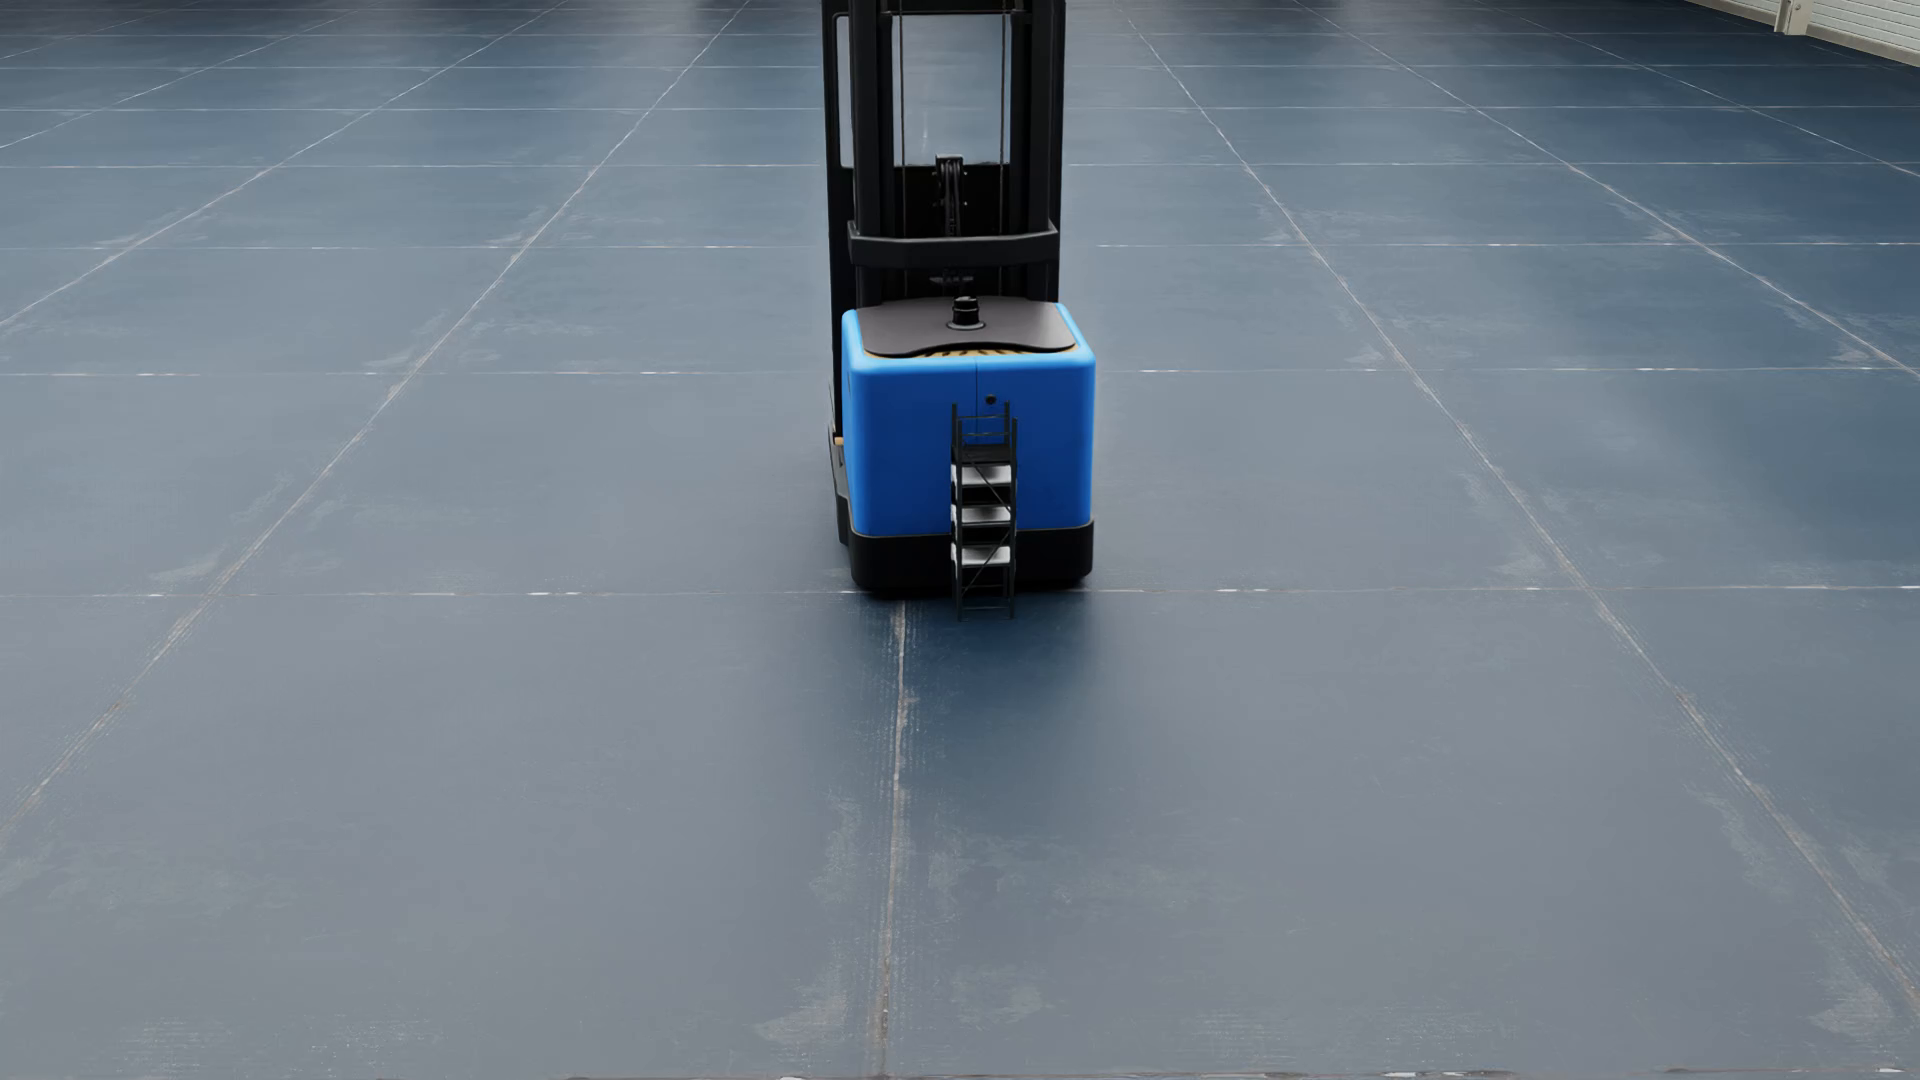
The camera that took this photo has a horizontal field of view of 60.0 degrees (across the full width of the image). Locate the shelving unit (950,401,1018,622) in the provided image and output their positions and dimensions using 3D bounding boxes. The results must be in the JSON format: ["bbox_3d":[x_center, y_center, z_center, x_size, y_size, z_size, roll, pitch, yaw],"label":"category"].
[{"bbox_3d":[0.096,-0.112,6.906,0.258,0.900,0.210,-3,24,-6],"label":"shelving unit"}]

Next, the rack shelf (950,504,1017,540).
[{"bbox_3d":[0.096,-0.082,6.920,0.258,0.077,0.200,-3,24,-6],"label":"rack shelf"}]

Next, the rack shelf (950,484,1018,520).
[{"bbox_3d":[0.096,-0.164,6.883,0.258,0.077,0.200,-3,24,-6],"label":"rack shelf"}]

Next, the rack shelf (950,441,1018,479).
[{"bbox_3d":[0.096,-0.328,6.809,0.258,0.077,0.200,-3,24,-6],"label":"rack shelf"}]

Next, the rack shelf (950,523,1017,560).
[{"bbox_3d":[0.096,0.000,6.957,0.258,0.077,0.200,-3,24,-6],"label":"rack shelf"}]

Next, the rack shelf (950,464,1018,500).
[{"bbox_3d":[0.096,-0.246,6.846,0.258,0.077,0.200,-3,24,-6],"label":"rack shelf"}]

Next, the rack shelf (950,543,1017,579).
[{"bbox_3d":[0.096,0.082,6.994,0.258,0.077,0.200,-3,24,-6],"label":"rack shelf"}]

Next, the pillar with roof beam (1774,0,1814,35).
[{"bbox_3d":[7.571,-11.328,21.876,9.100,9.000,0.400,0,24,-1],"label":"pillar with roof beam"}]

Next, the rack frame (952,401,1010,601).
[{"bbox_3d":[0.085,-0.154,6.998,0.240,0.900,0.006,-3,24,-6],"label":"rack frame"}]

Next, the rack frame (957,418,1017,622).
[{"bbox_3d":[0.108,-0.071,6.814,0.240,0.900,0.006,-3,24,-6],"label":"rack frame"}]

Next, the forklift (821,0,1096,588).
[{"bbox_3d":[-0.102,-1.703,7.958,1.130,2.935,3.031,-3,24,-6],"label":"forklift"}]
